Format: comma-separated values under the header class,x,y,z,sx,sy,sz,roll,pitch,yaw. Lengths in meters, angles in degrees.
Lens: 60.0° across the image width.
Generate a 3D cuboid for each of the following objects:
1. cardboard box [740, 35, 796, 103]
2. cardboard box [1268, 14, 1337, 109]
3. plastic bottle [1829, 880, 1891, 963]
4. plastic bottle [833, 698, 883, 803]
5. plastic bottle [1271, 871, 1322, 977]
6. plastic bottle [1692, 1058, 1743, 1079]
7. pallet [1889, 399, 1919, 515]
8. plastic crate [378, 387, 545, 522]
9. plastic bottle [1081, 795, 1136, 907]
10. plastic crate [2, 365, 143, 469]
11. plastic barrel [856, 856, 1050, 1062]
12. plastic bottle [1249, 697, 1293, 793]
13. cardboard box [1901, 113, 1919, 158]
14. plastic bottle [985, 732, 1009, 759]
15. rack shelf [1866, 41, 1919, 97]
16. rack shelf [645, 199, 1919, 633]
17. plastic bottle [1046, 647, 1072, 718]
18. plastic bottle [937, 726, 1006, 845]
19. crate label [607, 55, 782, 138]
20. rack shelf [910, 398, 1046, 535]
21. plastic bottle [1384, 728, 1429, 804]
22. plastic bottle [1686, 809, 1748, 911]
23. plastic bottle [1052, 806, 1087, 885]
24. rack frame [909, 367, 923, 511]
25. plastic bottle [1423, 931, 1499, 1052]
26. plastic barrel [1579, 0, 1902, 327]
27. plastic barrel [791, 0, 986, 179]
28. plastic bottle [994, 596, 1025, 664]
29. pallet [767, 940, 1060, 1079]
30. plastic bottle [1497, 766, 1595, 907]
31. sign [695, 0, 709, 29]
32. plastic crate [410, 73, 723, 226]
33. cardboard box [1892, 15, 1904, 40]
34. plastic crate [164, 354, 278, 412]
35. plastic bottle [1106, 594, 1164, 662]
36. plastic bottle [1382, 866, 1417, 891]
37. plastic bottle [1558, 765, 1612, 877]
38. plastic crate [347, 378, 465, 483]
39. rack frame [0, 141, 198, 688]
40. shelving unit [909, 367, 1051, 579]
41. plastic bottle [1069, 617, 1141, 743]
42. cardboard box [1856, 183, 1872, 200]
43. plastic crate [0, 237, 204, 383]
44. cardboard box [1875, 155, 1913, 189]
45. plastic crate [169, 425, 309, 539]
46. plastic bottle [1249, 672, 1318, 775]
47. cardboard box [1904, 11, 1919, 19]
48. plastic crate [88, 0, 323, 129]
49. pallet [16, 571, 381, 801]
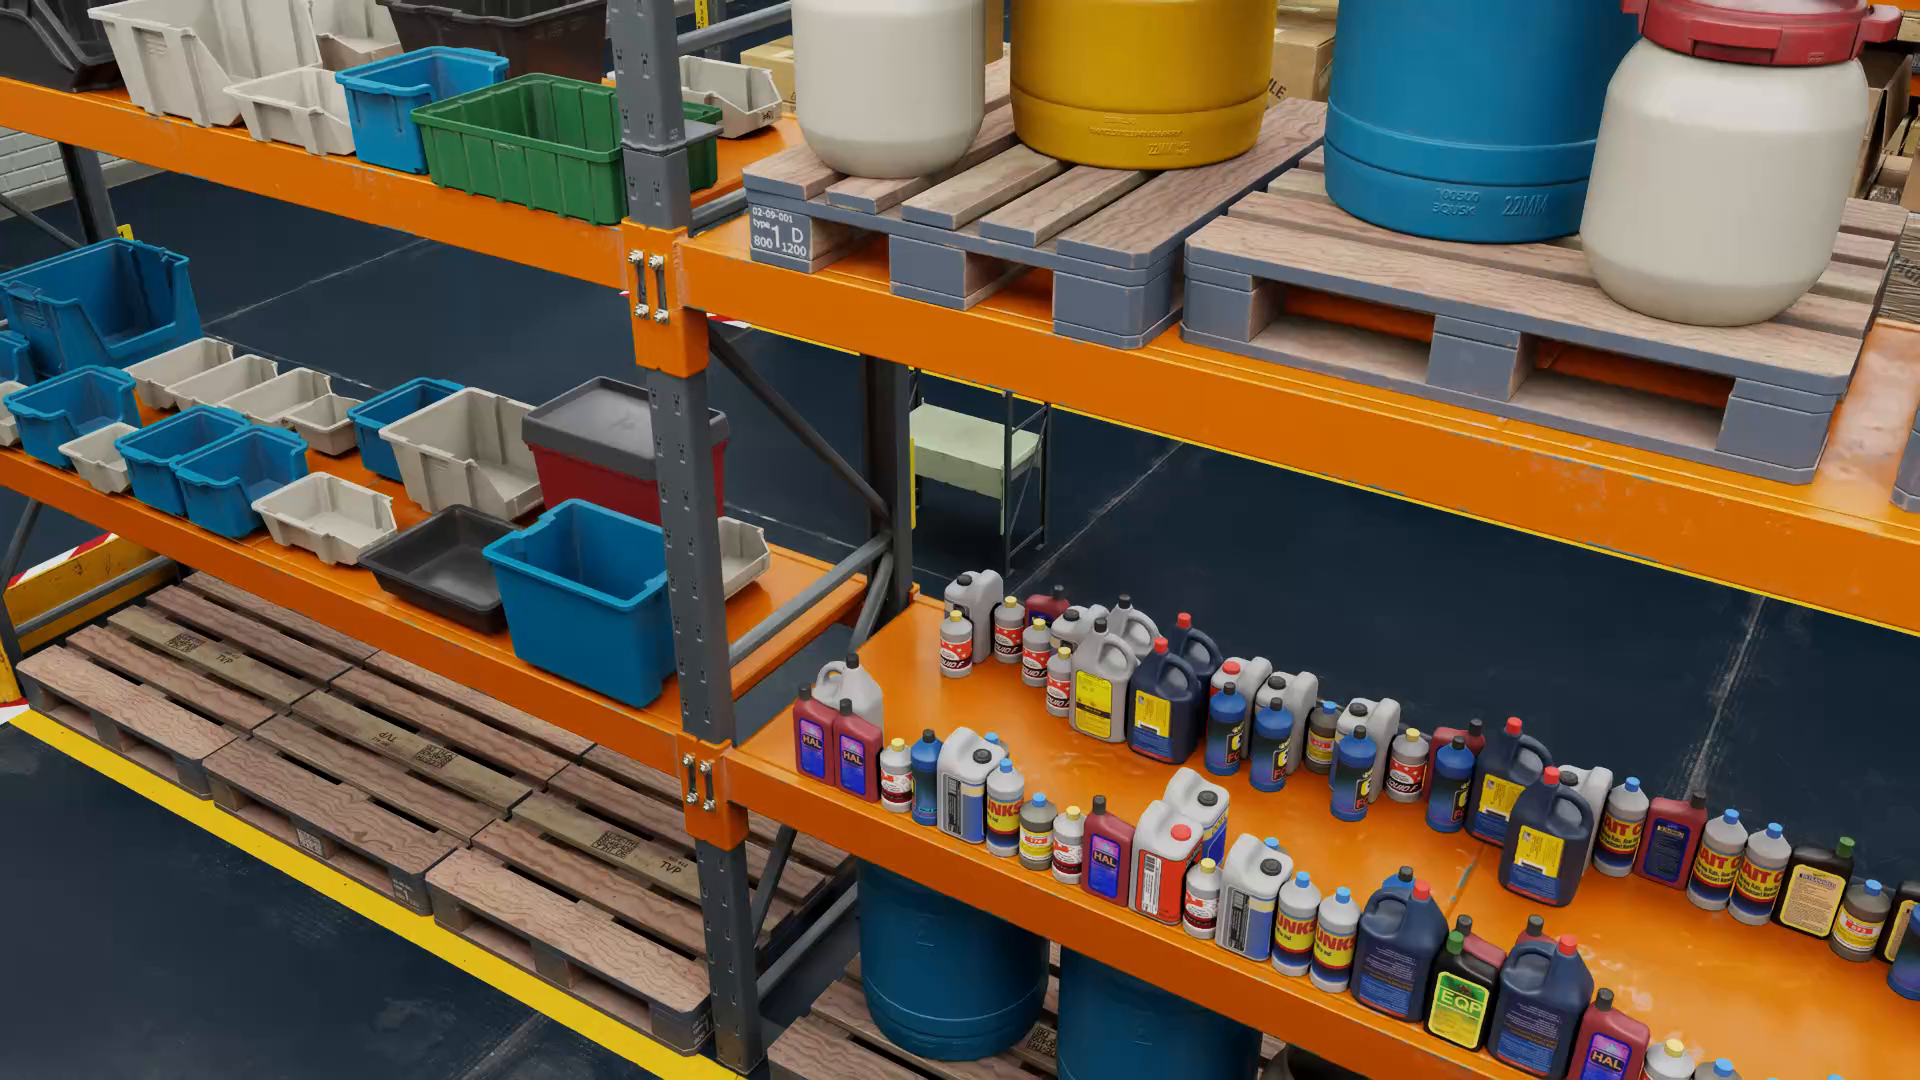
class,x,y,z,sx,sy,sz,roll,pitch,yaw
cardboard box,-0.959,-2.814,9.950,0.500,0.250,0.500,17,34,26
cardboard box,1.634,-2.319,8.358,0.500,0.500,0.500,19,35,29
plastic bottle,2.138,0.893,3.940,0.097,0.201,0.097,0,30,0
plastic bottle,-0.270,0.558,4.432,0.133,0.283,0.061,18,35,27
plastic bottle,0.787,0.887,3.881,0.097,0.271,0.097,0,30,0
plastic bottle,1.573,1.166,3.472,0.097,0.201,0.097,0,30,0
pallet,2.325,-0.198,2.823,1.213,0.211,1.003,18,35,27
plastic crate,-1.663,-0.271,5.795,0.530,0.282,0.437,18,35,27
plastic bottle,0.369,0.760,4.086,0.133,0.283,0.061,18,35,27
plastic crate,-3.263,-0.451,6.152,0.300,0.233,0.416,18,35,27
plastic barrel,-0.015,1.070,5.105,0.708,0.901,0.600,18,35,27
plastic bottle,0.839,0.542,4.472,0.097,0.271,0.097,0,30,0
cardboard box,6.702,-2.711,11.240,0.500,0.250,0.500,18,35,28
plastic bottle,0.083,0.604,4.435,0.097,0.201,0.097,0,30,0
rack shelf,6.582,-3.166,11.413,4.000,0.370,1.077,18,35,27
rack shelf,1.227,-0.257,3.452,4.000,0.370,1.077,18,35,27
plastic bottle,0.297,0.401,4.783,0.097,0.201,0.097,0,30,0
plastic bottle,0.032,0.630,4.317,0.135,0.276,0.152,18,35,27
crate label,-0.728,-1.245,4.691,0.466,0.136,0.293,18,35,27
rack shelf,0.006,-0.364,8.033,0.720,0.370,0.431,18,35,27
plastic bottle,1.198,0.596,4.449,0.097,0.201,0.097,0,30,0
plastic bottle,1.860,0.775,4.073,0.097,0.271,0.097,0,30,0
plastic bottle,0.281,0.757,4.173,0.097,0.201,0.097,0,30,0
rack frame,-0.304,-0.744,8.037,0.023,1.500,0.400,18,35,27
plastic bottle,1.114,0.996,3.682,0.133,0.283,0.061,18,35,27
plastic barrel,1.339,-0.683,2.916,0.433,0.535,0.433,0,30,0
plastic barrel,-0.155,-1.096,3.624,0.433,0.535,0.433,0,30,0
plastic bottle,0.151,0.264,5.017,0.097,0.201,0.097,0,30,0
pallet,0.164,1.621,5.263,1.213,0.211,1.003,18,35,27
plastic bottle,1.451,0.716,4.096,0.185,0.351,0.144,18,35,27
sign,-1.522,-3.167,9.764,0.005,0.325,0.100,18,35,27
plastic crate,-0.987,-0.997,4.216,0.662,0.188,0.450,18,35,27
cardboard box,6.086,-3.436,10.995,0.250,0.149,0.380,17,34,26
plastic crate,-2.830,-0.567,6.447,0.243,0.136,0.396,18,35,27
plastic bottle,0.485,0.320,4.775,0.185,0.351,0.144,18,35,27
plastic bottle,1.028,0.877,3.897,0.097,0.271,0.097,0,30,0
plastic bottle,1.551,0.691,4.211,0.135,0.276,0.152,18,35,27
plastic crate,-1.979,-0.393,6.053,0.300,0.233,0.416,18,35,27
rack frame,-3.855,-0.880,6.782,0.127,3.000,1.000,18,35,27
shelving unit,0.006,-0.646,7.869,0.755,1.500,0.431,18,35,27
plastic bottle,0.409,0.381,4.669,0.185,0.351,0.144,18,35,27
cardboard box,3.713,-1.331,7.455,0.500,0.500,0.500,18,35,28
plastic crate,-3.472,-0.911,6.740,0.499,0.435,0.616,18,35,27
cardboard box,4.413,-1.413,7.596,0.500,0.500,0.500,17,34,26
plastic crate,-2.452,-0.194,5.712,0.300,0.233,0.416,18,35,27
plastic bottle,0.889,0.482,4.570,0.135,0.276,0.152,18,35,27
cardboard box,6.303,-3.494,10.799,0.250,0.149,0.380,17,34,26
plastic crate,-2.142,-1.399,4.812,0.530,0.282,0.437,18,35,27
pallet,-3.177,0.562,7.077,1.213,0.211,1.003,18,35,27
